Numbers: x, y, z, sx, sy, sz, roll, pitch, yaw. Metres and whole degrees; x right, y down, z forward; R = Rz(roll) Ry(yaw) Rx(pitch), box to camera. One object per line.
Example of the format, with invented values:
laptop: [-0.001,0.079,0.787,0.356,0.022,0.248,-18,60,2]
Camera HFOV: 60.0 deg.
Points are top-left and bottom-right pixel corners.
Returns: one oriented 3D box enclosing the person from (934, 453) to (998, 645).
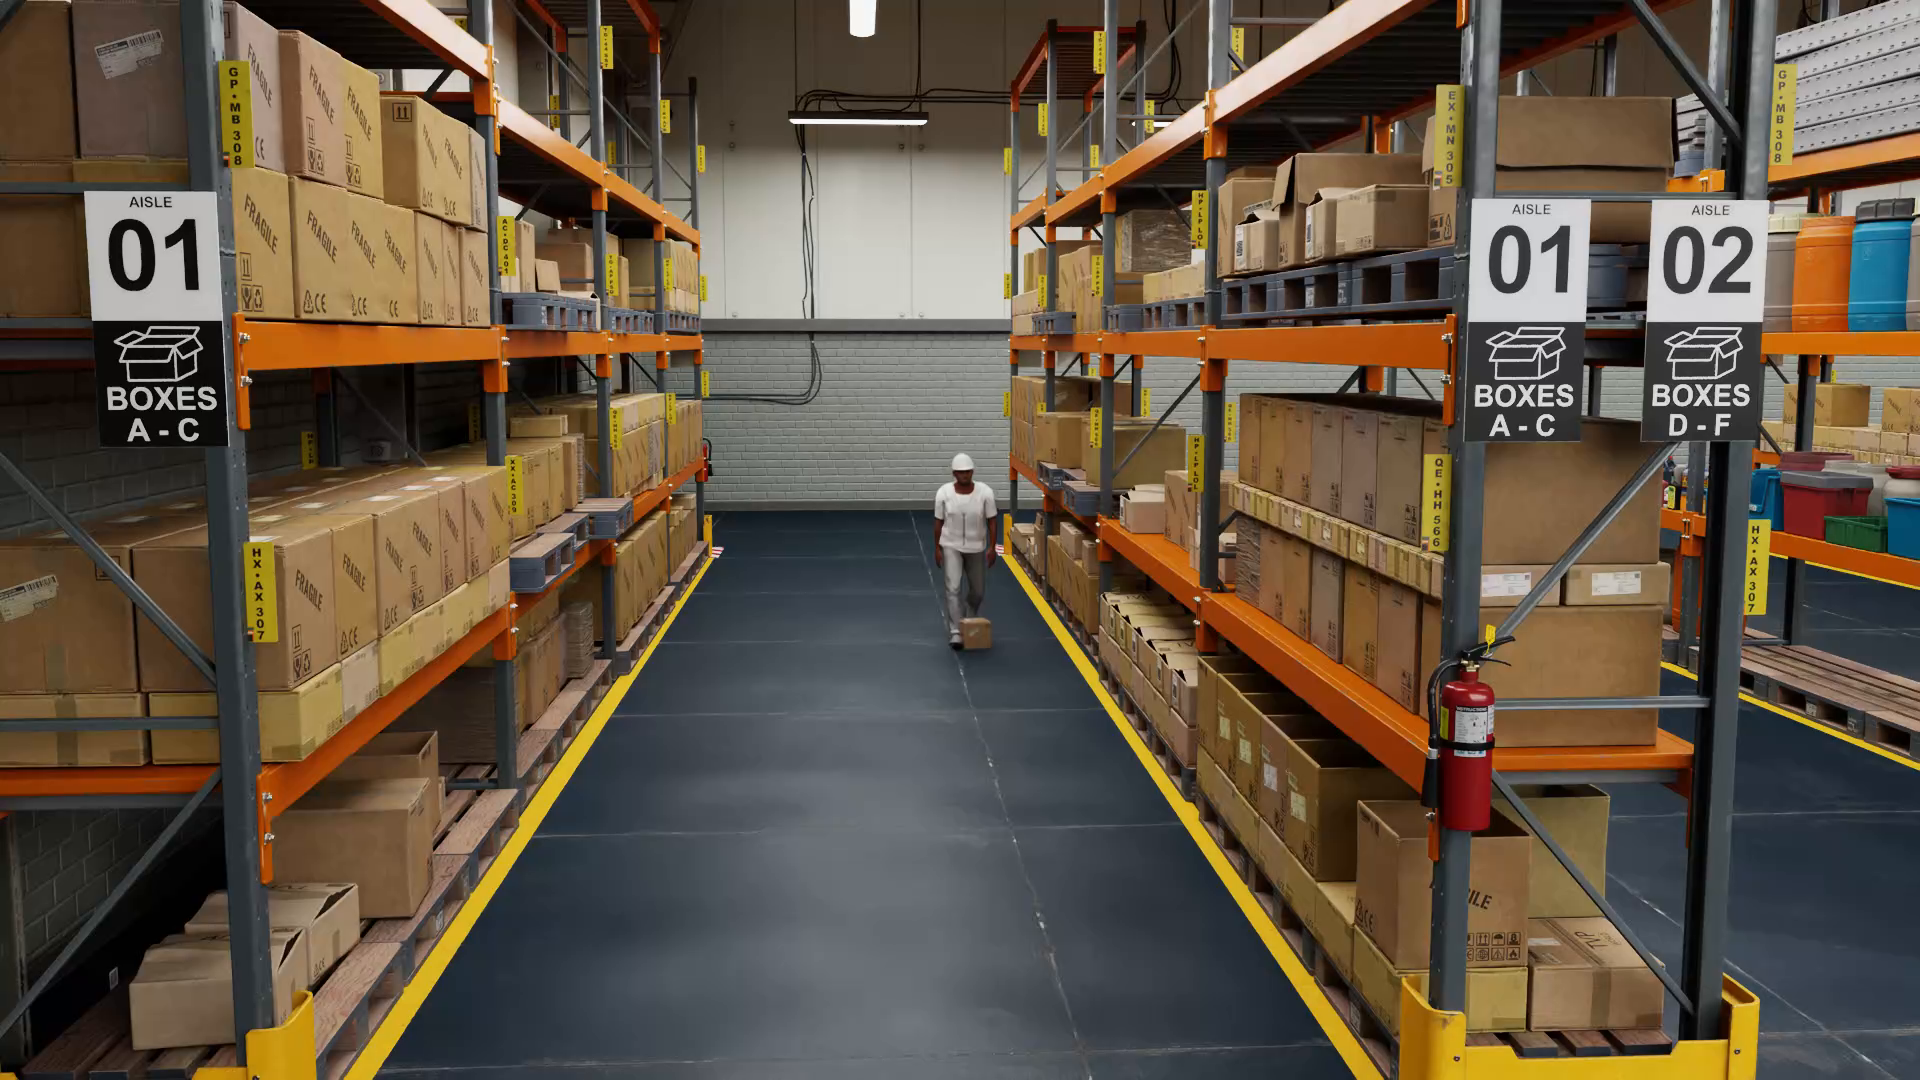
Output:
person: [0.053,0.065,15.171,0.574,1.734,0.948,0,7,-2]
